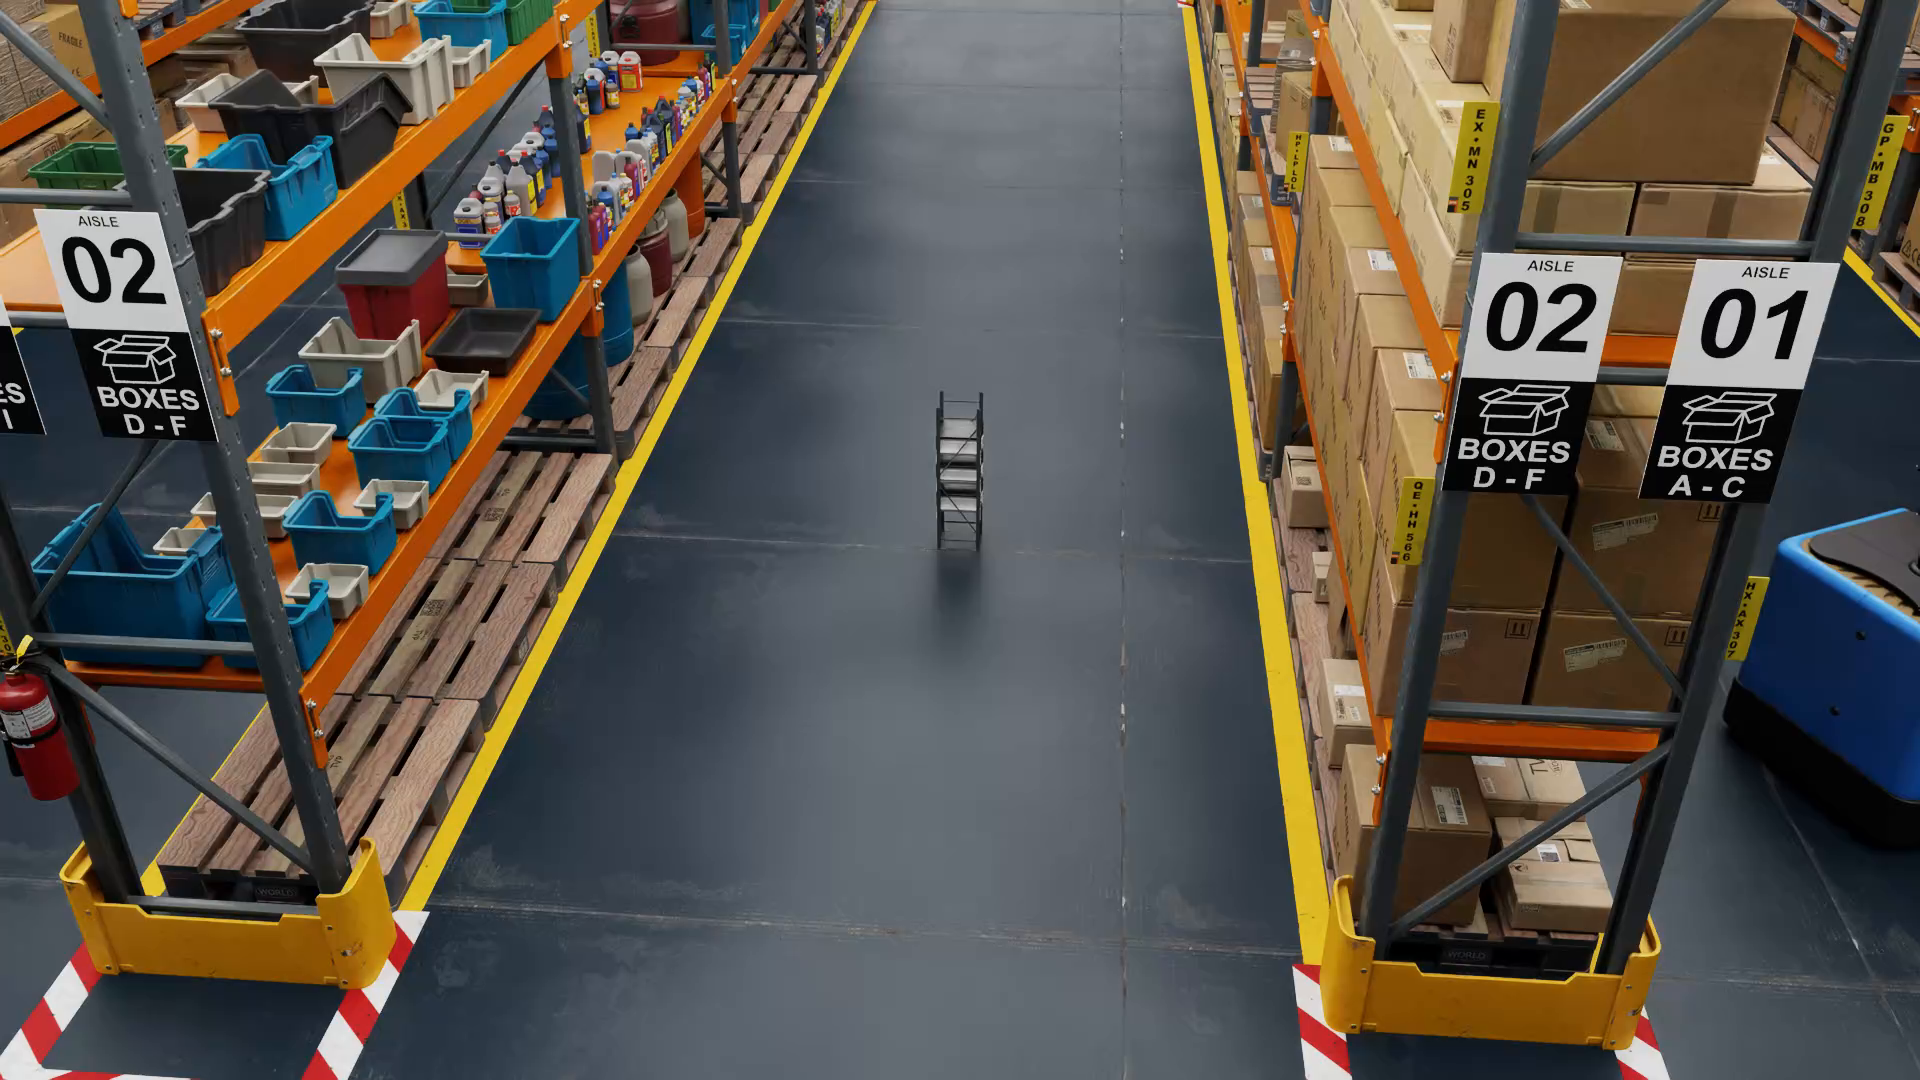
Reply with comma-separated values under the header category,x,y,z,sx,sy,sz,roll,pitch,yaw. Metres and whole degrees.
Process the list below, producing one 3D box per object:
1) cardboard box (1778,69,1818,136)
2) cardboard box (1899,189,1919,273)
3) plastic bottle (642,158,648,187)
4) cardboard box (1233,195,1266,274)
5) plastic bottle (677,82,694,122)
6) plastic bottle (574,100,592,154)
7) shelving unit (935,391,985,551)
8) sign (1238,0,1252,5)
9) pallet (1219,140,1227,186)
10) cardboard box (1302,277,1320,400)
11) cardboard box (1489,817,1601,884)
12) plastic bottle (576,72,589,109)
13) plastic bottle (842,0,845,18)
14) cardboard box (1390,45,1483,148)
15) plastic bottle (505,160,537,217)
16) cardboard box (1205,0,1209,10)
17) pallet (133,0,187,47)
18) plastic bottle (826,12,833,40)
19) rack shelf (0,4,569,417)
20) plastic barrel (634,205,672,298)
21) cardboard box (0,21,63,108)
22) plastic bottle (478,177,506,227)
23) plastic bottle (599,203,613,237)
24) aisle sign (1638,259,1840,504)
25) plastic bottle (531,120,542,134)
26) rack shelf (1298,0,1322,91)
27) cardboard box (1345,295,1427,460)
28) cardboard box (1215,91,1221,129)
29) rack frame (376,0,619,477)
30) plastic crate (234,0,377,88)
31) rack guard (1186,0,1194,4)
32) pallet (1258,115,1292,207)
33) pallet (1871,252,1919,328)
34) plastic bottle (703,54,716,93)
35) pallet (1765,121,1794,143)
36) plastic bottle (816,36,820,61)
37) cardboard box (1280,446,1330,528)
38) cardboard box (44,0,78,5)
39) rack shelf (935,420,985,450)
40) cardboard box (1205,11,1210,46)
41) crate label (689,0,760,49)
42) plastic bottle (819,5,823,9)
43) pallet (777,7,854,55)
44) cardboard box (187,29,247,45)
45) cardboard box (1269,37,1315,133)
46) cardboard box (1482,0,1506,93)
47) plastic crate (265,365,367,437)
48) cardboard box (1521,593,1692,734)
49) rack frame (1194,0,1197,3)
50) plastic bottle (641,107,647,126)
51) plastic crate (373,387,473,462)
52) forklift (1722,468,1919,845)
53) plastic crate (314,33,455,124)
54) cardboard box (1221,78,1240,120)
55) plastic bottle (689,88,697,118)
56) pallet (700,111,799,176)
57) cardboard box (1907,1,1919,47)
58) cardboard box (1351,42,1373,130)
category,x,y,z,sx,sy,sz,roll,pitch,yaw
cardboard box,7.890,-3.927,15.007,0.700,0.500,0.500,2,32,3
cardboard box,7.409,-2.255,11.980,0.750,0.750,0.750,2,32,3
plastic bottle,-2.071,-2.387,10.734,0.097,0.201,0.097,0,32,0
cardboard box,2.303,-2.204,12.210,0.500,0.500,0.500,1,32,2
plastic bottle,-1.961,-3.125,11.865,0.097,0.271,0.097,0,32,0
plastic bottle,-2.600,-2.816,11.287,0.144,0.351,0.185,2,32,4
shelving unit,-0.001,-0.379,9.287,0.258,0.900,0.210,2,32,4
sign,2.108,-4.095,12.213,0.100,0.325,0.005,2,32,4
pallet,2.870,-3.458,14.941,1.003,0.211,1.213,2,32,4
cardboard box,1.984,-1.009,8.212,0.500,0.500,0.500,3,32,5
cardboard box,2.407,1.287,6.864,0.380,0.166,0.250,2,32,4
plastic bottle,-2.726,-3.222,12.010,0.061,0.283,0.133,2,32,4
plastic bottle,-1.327,-5.967,18.523,0.061,0.283,0.133,3,32,5
cardboard box,1.883,-1.625,6.116,0.500,0.250,0.500,2,32,4
plastic bottle,-2.708,-2.170,10.239,0.144,0.351,0.185,2,32,4
cardboard box,2.923,-6.036,17.971,0.500,0.500,0.500,2,32,4
pallet,-7.260,-4.301,13.833,1.213,0.211,1.003,2,32,4
plastic bottle,-1.400,-5.504,17.772,0.061,0.283,0.133,4,32,6
rack shelf,-2.763,-1.627,7.138,1.077,0.370,4.000,2,32,4
plastic barrel,-2.390,-2.099,11.975,0.600,0.588,0.708,2,32,4
cardboard box,-7.051,-3.519,12.286,0.500,0.500,0.500,2,32,4
plastic bottle,-2.861,-2.060,10.133,0.152,0.276,0.135,2,32,4
plastic bottle,-2.143,-1.922,9.979,0.097,0.201,0.097,0,32,0
aisle sign,2.298,-0.456,4.933,0.394,0.787,0.004,2,32,4
plastic bottle,-2.817,-2.642,11.069,0.061,0.283,0.133,2,32,4
rack shelf,2.499,-3.505,10.186,1.077,0.370,4.000,2,32,4
cardboard box,1.850,-0.645,6.670,0.500,0.500,0.500,3,32,5
cardboard box,2.625,-3.942,15.288,0.500,0.250,0.500,2,32,2
rack frame,-2.601,-1.702,9.433,1.000,3.000,0.127,2,32,4
plastic crate,-2.975,-2.286,7.646,0.497,0.269,0.590,2,32,4
rack guard,3.315,-6.712,19.945,1.175,0.500,0.348,2,32,4
pallet,2.508,-2.481,10.881,1.003,0.211,1.213,2,32,4
pallet,7.460,-1.774,12.208,1.003,0.211,1.213,2,32,4
plastic bottle,-1.883,-3.514,12.485,0.061,0.283,0.133,2,32,4
pallet,7.863,-3.868,15.606,1.003,0.211,1.213,2,32,4
plastic bottle,-1.486,-5.059,17.062,0.097,0.271,0.097,0,32,0
cardboard box,2.086,-0.321,9.336,0.500,0.311,0.500,2,32,4
cardboard box,-7.207,-4.511,13.495,0.500,0.500,0.500,-1,32,-2
rack shelf,-0.001,-0.580,9.163,0.258,0.077,0.200,2,32,4
cardboard box,2.884,-5.455,17.743,0.500,0.250,0.500,2,32,4
crate label,-1.924,-4.317,13.642,0.502,0.435,0.616,2,32,4
plastic bottle,-1.521,-5.786,18.308,0.097,0.201,0.097,0,32,0
pallet,-1.756,-5.687,18.558,1.003,0.211,1.213,2,32,4
cardboard box,-7.015,-4.651,16.182,0.700,0.500,0.500,2,32,4
cardboard box,2.458,-2.997,11.039,0.700,0.500,0.500,8,33,13
cardboard box,2.161,-1.669,5.473,0.700,0.500,0.500,2,32,4
plastic crate,-3.015,-0.650,7.828,0.416,0.233,0.300,2,32,4
cardboard box,2.309,0.340,6.025,0.500,0.500,0.500,3,32,5
rack frame,3.313,-7.763,19.269,1.000,3.000,0.127,2,32,4
plastic bottle,-2.134,-2.826,11.368,0.061,0.283,0.133,2,32,4
plastic crate,-2.446,-0.525,7.626,0.416,0.233,0.300,2,32,4
forklift,5.233,-0.400,7.386,3.031,2.935,1.130,-12,34,-19
plastic crate,-2.438,-1.983,7.143,0.437,0.282,0.530,2,32,4
cardboard box,2.582,-3.909,14.701,0.500,0.311,0.500,3,32,5
plastic bottle,-1.953,-3.147,11.966,0.097,0.201,0.097,0,32,0
pallet,-2.071,-3.646,15.246,1.003,0.211,1.213,2,32,4
cardboard box,7.646,-4.140,12.875,0.700,0.500,0.500,0,32,-1
cardboard box,1.963,-1.935,7.096,0.500,0.250,0.500,2,32,4
